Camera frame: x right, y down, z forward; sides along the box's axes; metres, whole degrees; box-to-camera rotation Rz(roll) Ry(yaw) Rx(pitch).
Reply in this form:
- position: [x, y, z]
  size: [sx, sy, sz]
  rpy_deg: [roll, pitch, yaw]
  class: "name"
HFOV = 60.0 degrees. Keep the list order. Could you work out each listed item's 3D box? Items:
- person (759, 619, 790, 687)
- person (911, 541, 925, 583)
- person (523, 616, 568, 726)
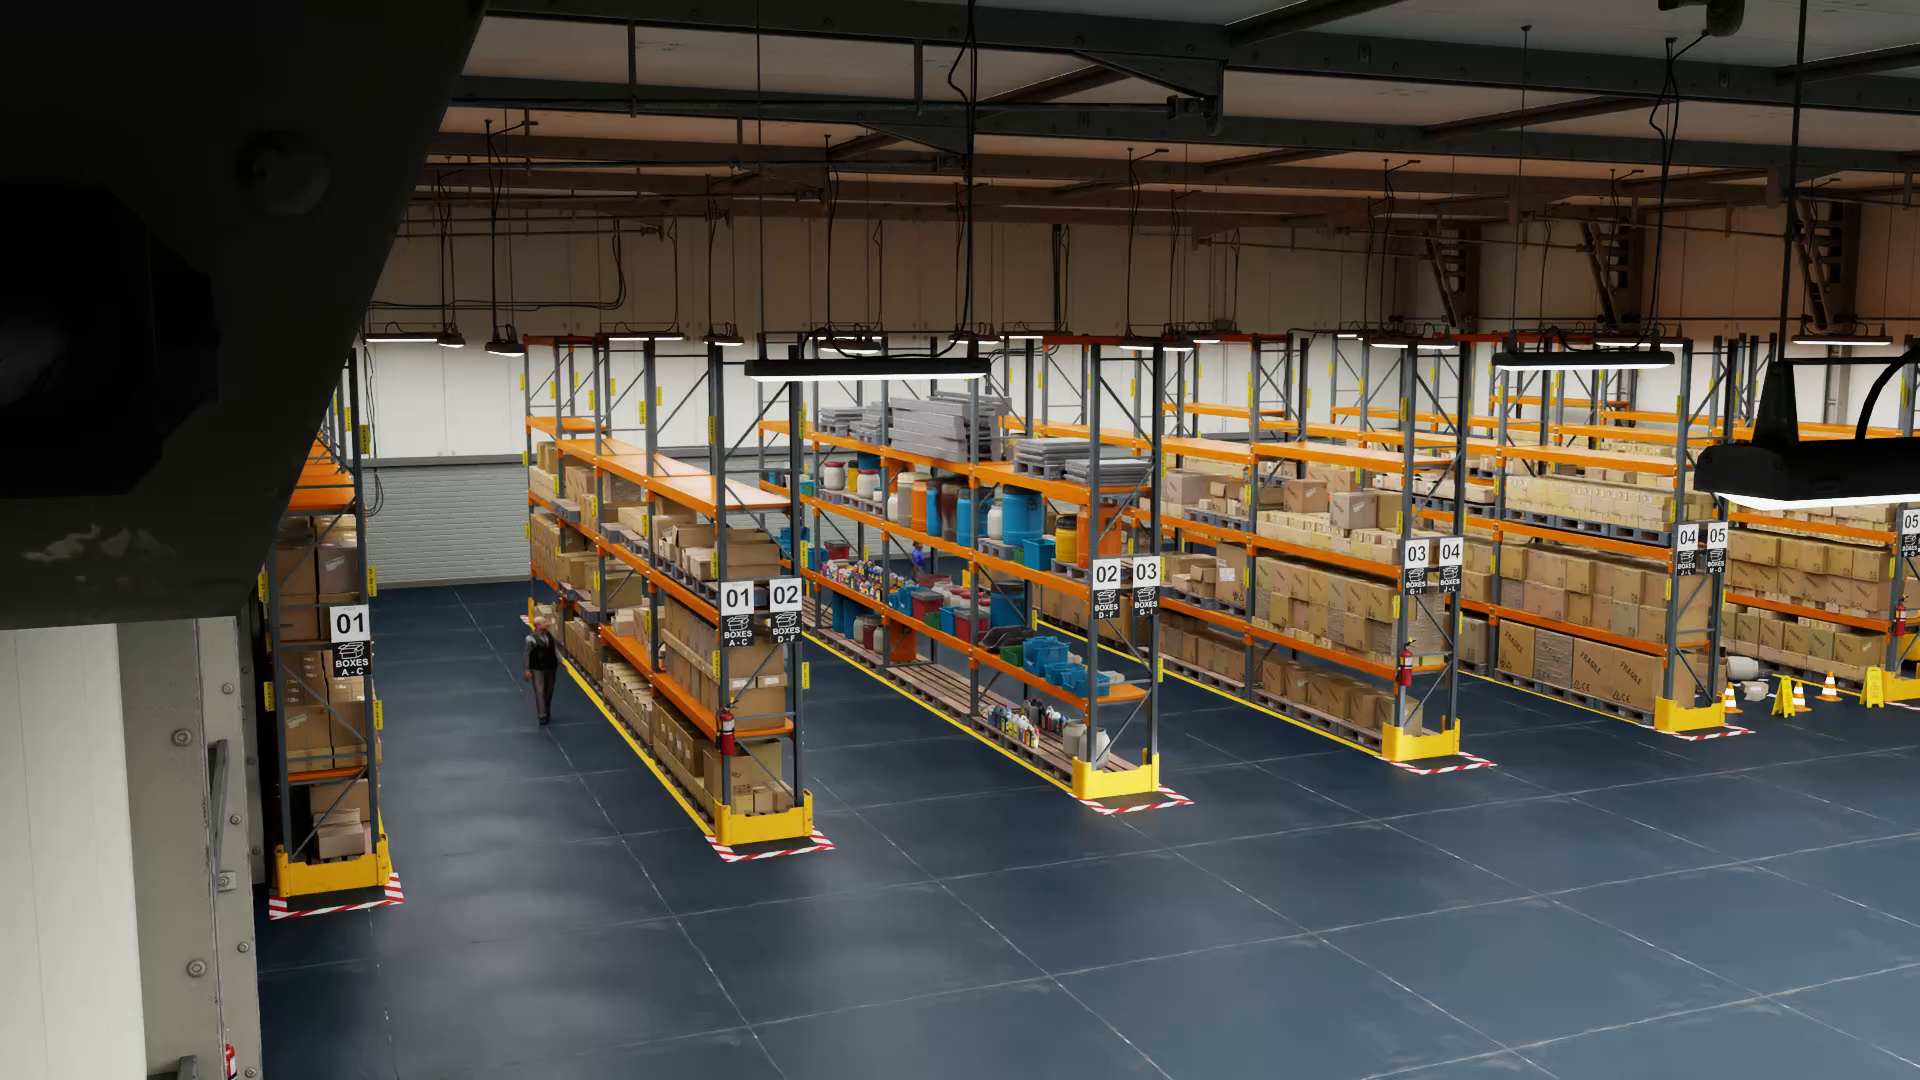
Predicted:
- position: [-3.216, 1.647, 28.660]
  size: [0.560, 1.720, 0.856]
  rpy_deg: [-4, 8, -25]
  class: "person"
- position: [-0.838, 0.786, 35.639]
  size: [0.529, 1.674, 0.488]
  rpy_deg: [1, 8, 6]
  class: "person"
- position: [-6.513, 2.030, 26.118]
  size: [0.683, 1.670, 1.045]
  rpy_deg: [-3, 8, -24]
  class: "person"
